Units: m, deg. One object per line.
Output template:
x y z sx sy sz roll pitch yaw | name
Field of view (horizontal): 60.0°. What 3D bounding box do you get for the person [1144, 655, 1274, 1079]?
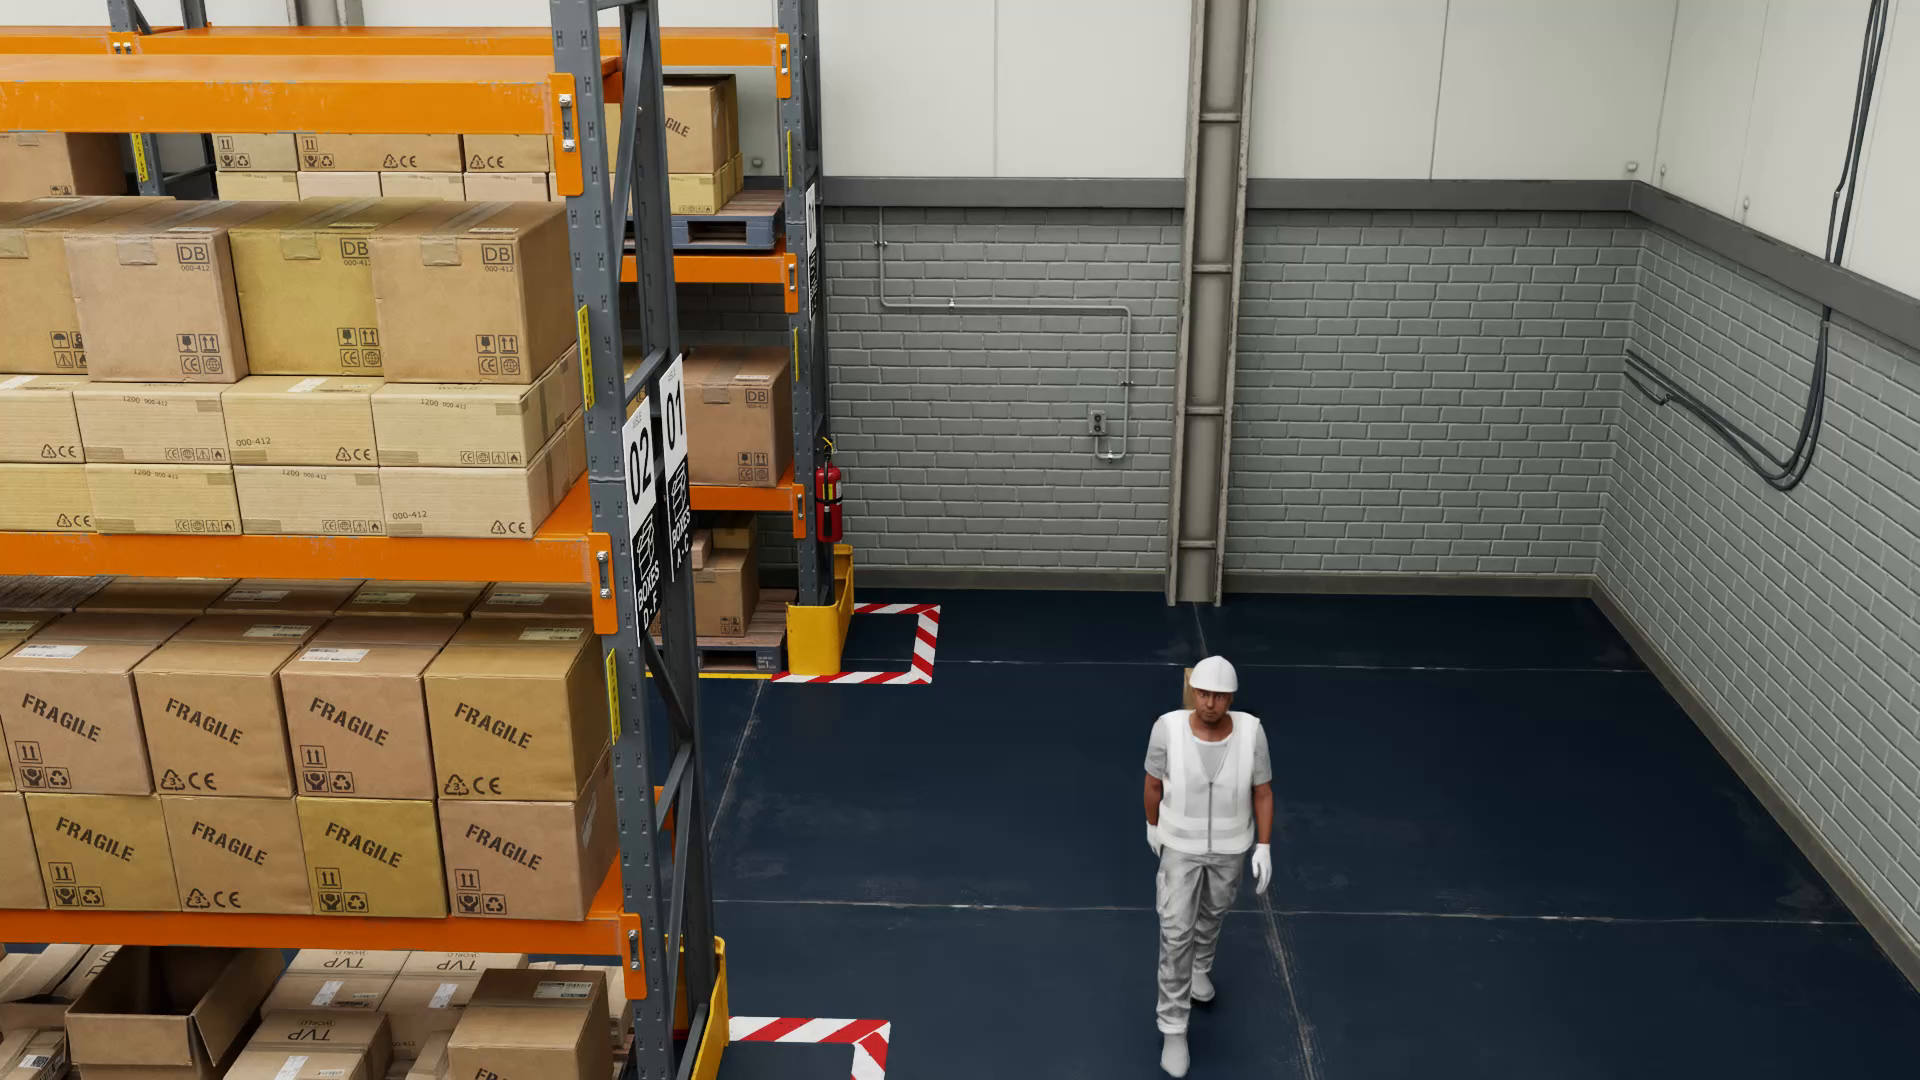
1.100 1.399 7.342 0.550 1.811 0.773 0 21 -1 | person
